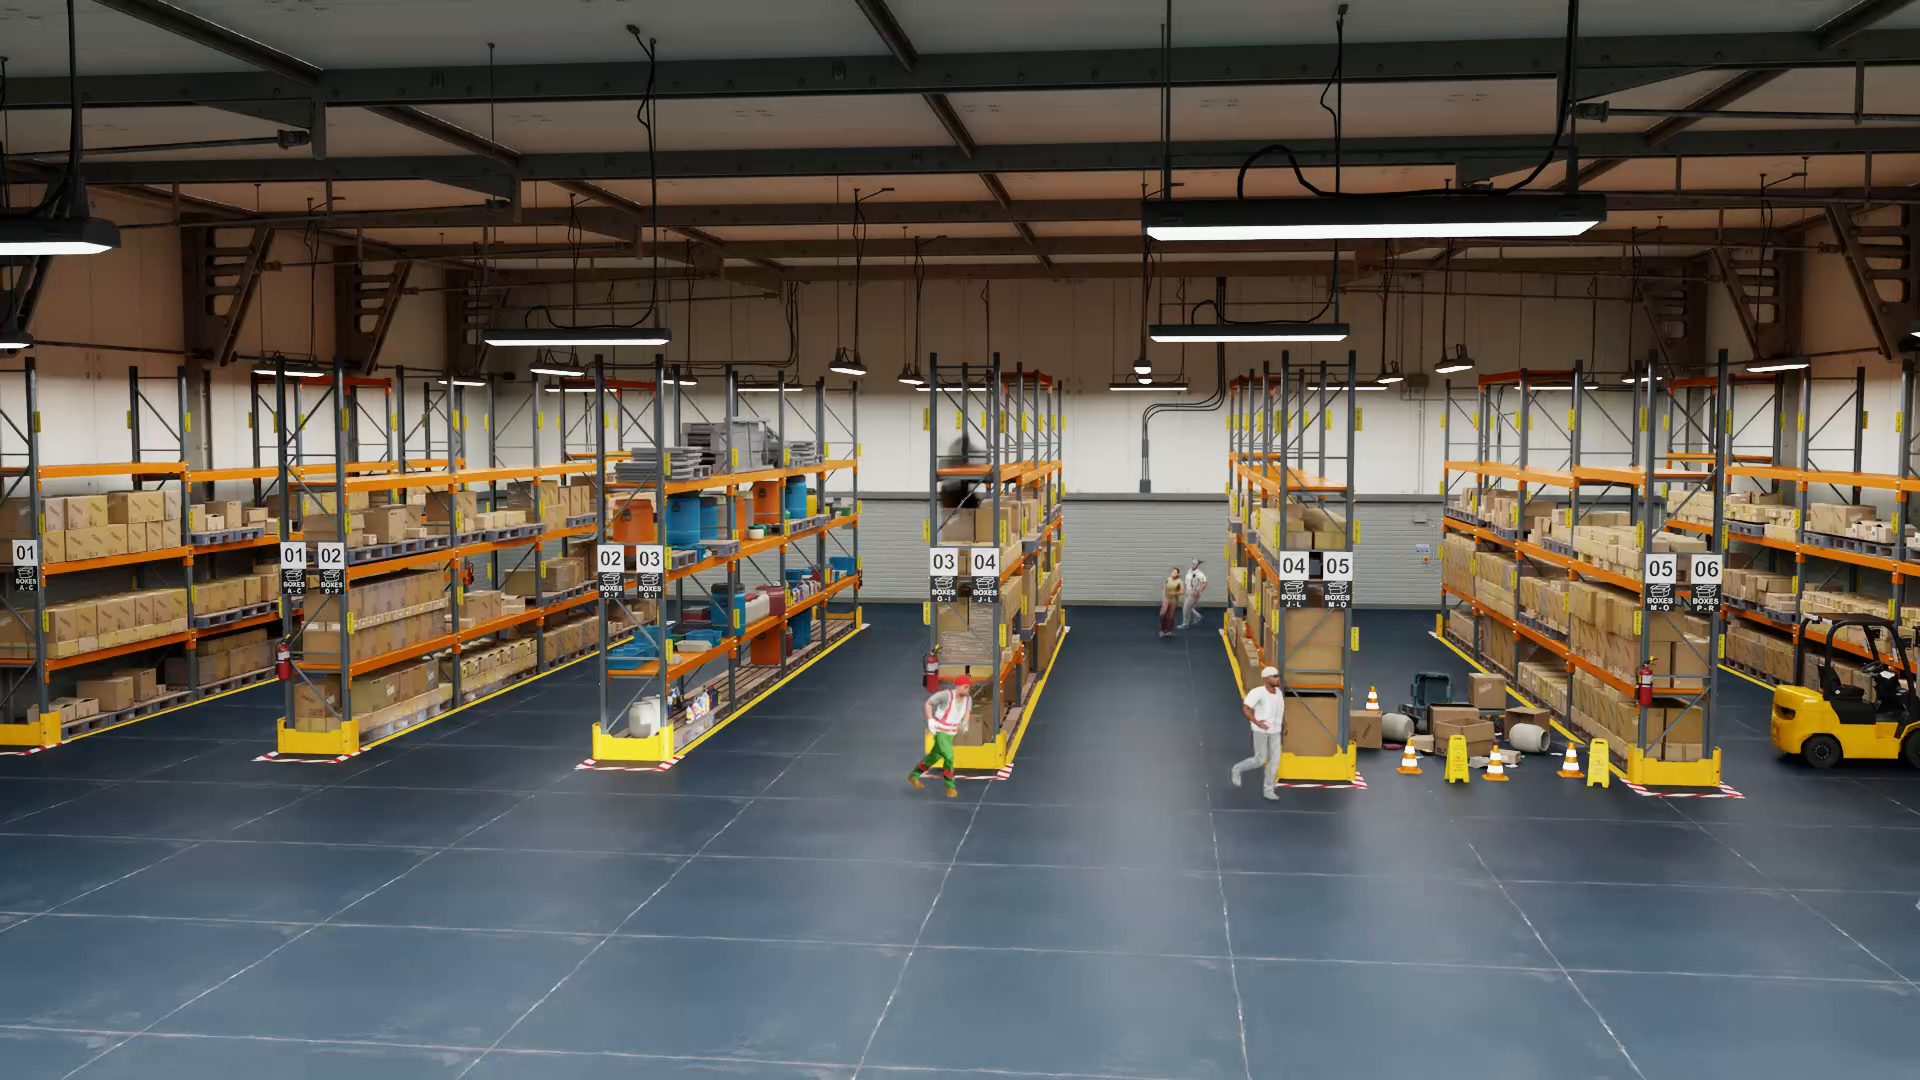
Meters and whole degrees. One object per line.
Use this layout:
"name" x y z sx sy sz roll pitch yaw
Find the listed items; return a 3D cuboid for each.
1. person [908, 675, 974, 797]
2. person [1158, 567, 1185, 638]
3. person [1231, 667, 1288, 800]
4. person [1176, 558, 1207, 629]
"person" -0.220 2.630 22.494 0.670 1.698 1.023 -4 5 -42
"person" 4.948 1.453 38.667 0.607 1.668 0.645 2 4 23
"person" 4.134 2.564 22.324 0.764 1.719 0.868 -3 5 -33
"person" 5.666 1.292 40.254 0.753 1.737 0.720 -2 5 -28
